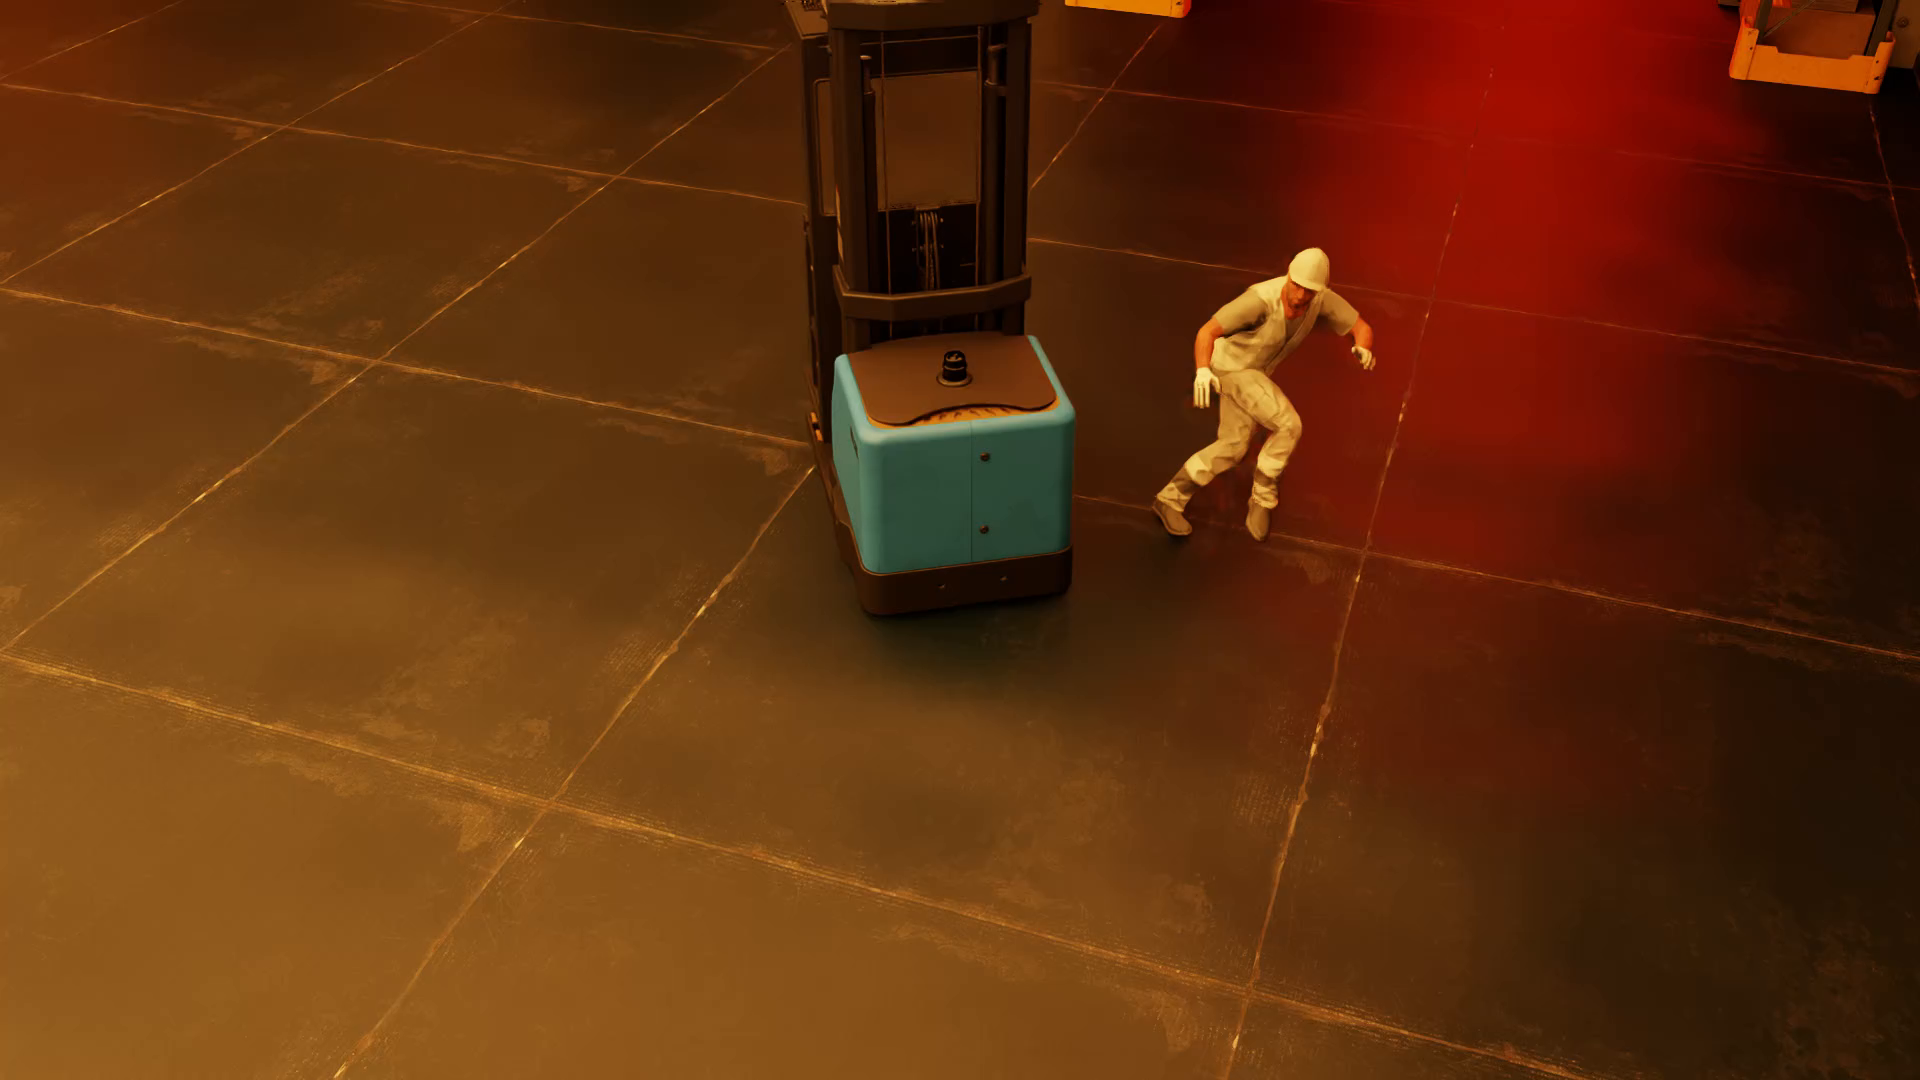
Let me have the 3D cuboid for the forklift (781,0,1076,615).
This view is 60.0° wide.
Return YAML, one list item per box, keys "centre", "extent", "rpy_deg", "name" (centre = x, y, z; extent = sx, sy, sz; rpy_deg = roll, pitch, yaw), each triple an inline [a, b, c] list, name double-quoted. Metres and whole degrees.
- centre: [-0.259, -1.683, 8.484]
  extent: [1.130, 2.935, 3.031]
  rpy_deg: [-7, 36, -10]
  name: "forklift"

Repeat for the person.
- centre: [1.542, -0.721, 8.312]
  extent: [1.004, 1.530, 0.901]
  rpy_deg: [-28, 44, -34]
  name: "person"
